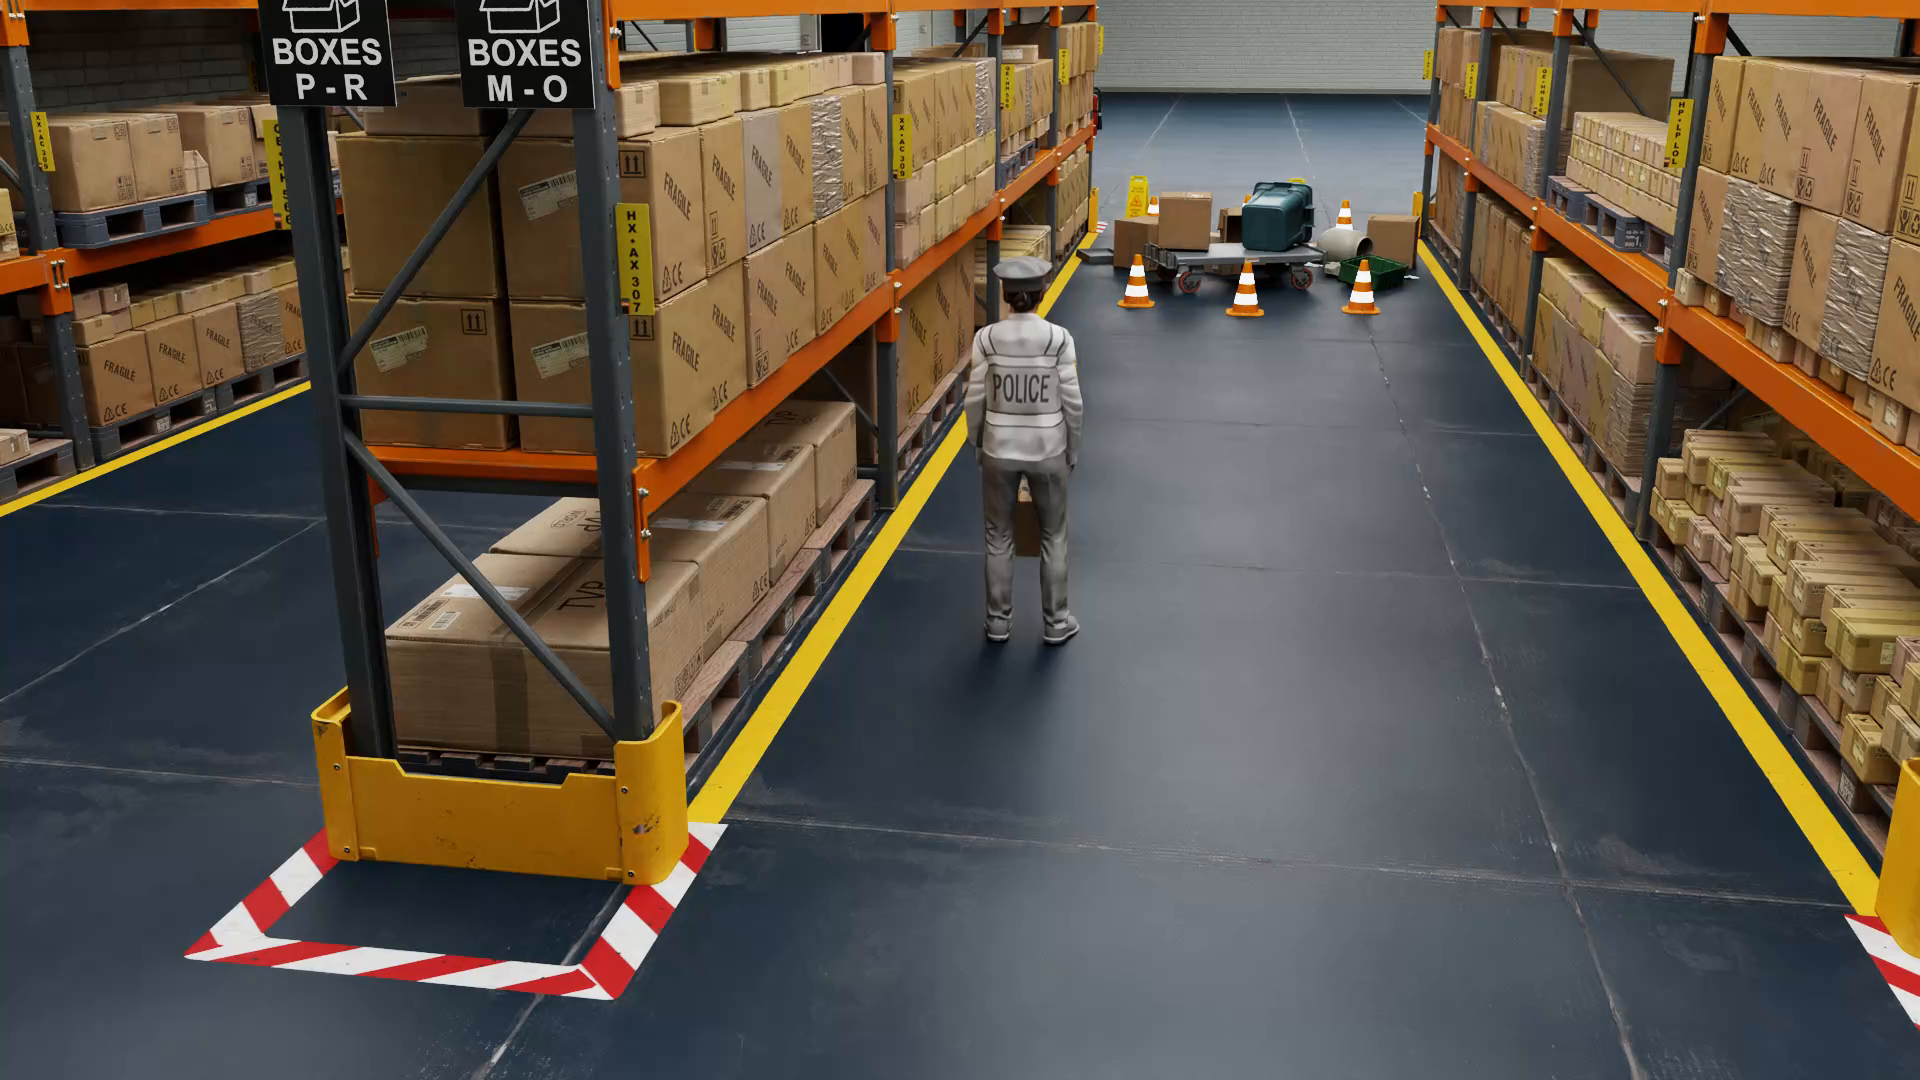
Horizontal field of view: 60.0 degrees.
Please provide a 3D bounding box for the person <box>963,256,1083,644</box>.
[{"bbox_3d":[0.274,-0.363,7.159,0.509,1.668,0.359,2,18,7],"label":"person"}]
